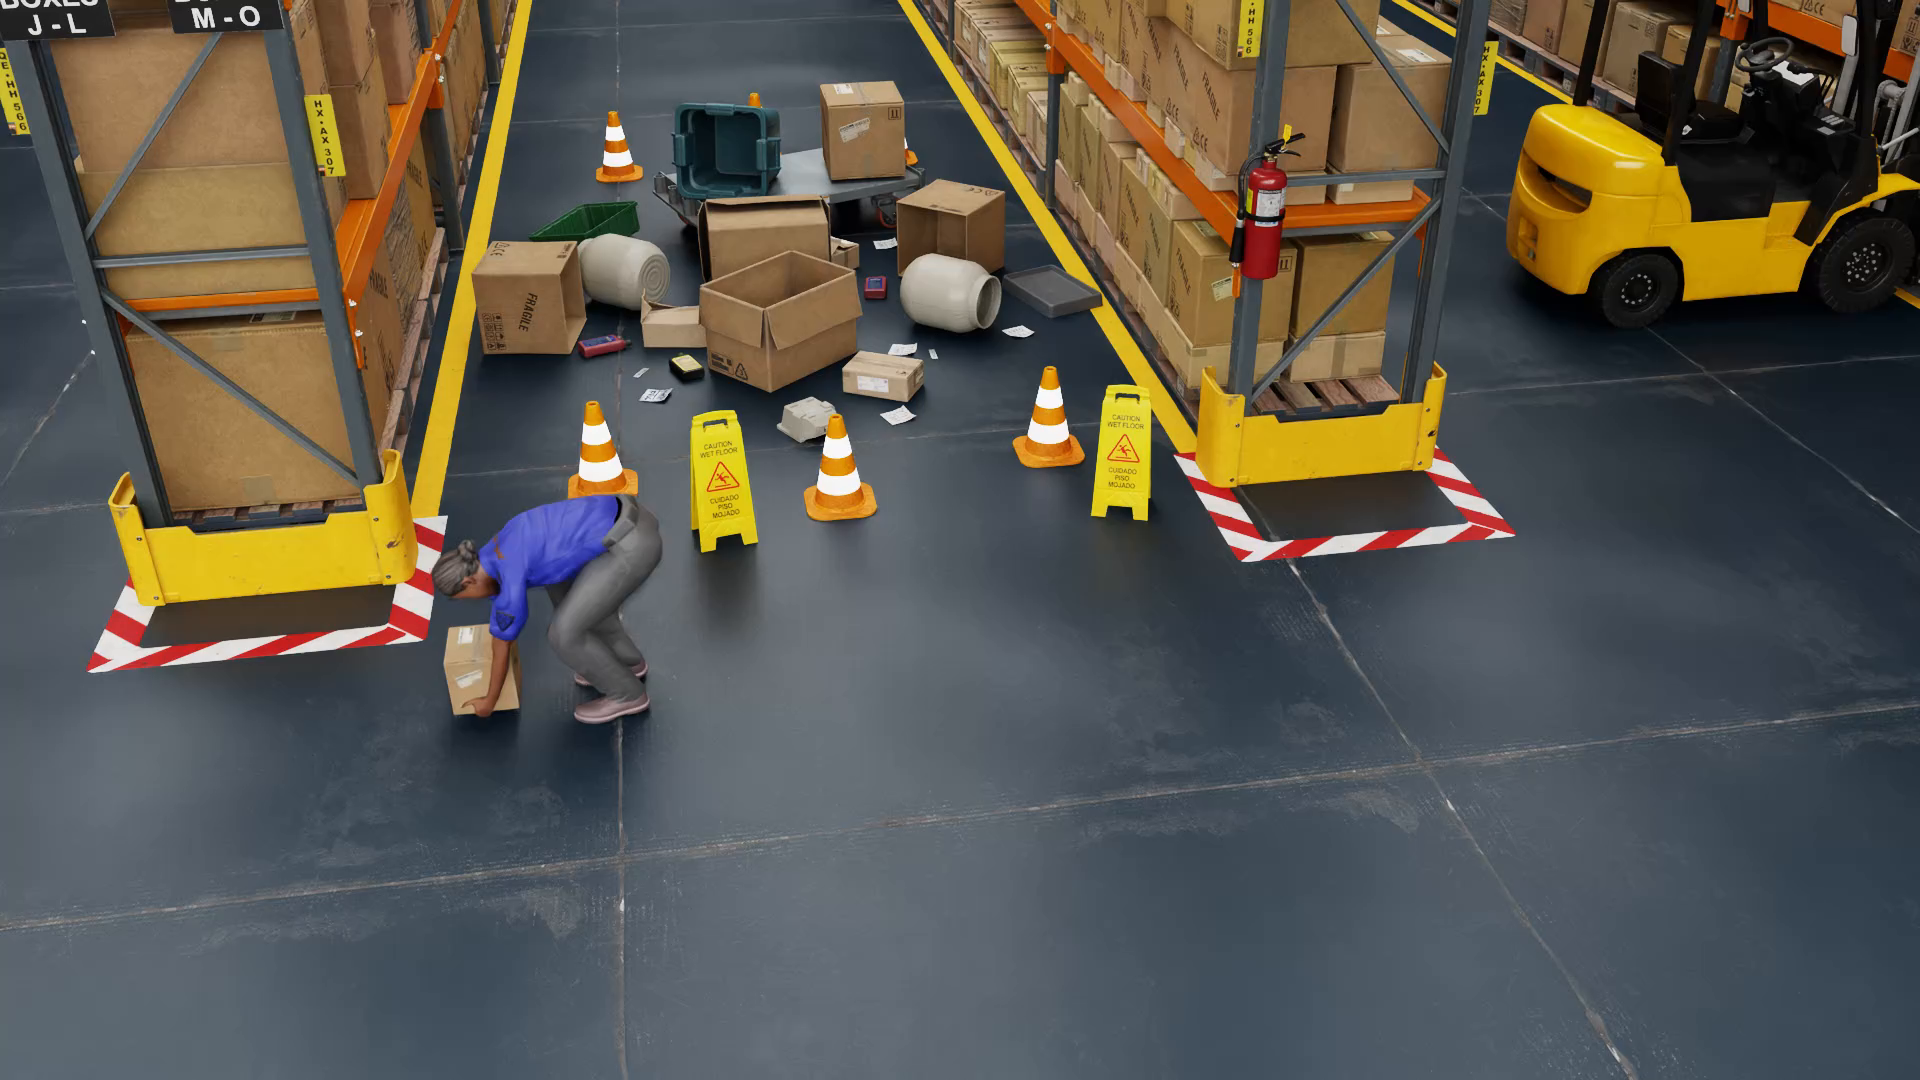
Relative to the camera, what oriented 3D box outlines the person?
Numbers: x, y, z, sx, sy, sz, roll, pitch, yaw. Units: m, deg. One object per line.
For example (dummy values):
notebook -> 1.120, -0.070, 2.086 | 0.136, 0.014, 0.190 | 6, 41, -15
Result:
person -> -1.567, 0.270, 6.448 | 0.867, 0.878, 0.464 | -7, 32, -11
